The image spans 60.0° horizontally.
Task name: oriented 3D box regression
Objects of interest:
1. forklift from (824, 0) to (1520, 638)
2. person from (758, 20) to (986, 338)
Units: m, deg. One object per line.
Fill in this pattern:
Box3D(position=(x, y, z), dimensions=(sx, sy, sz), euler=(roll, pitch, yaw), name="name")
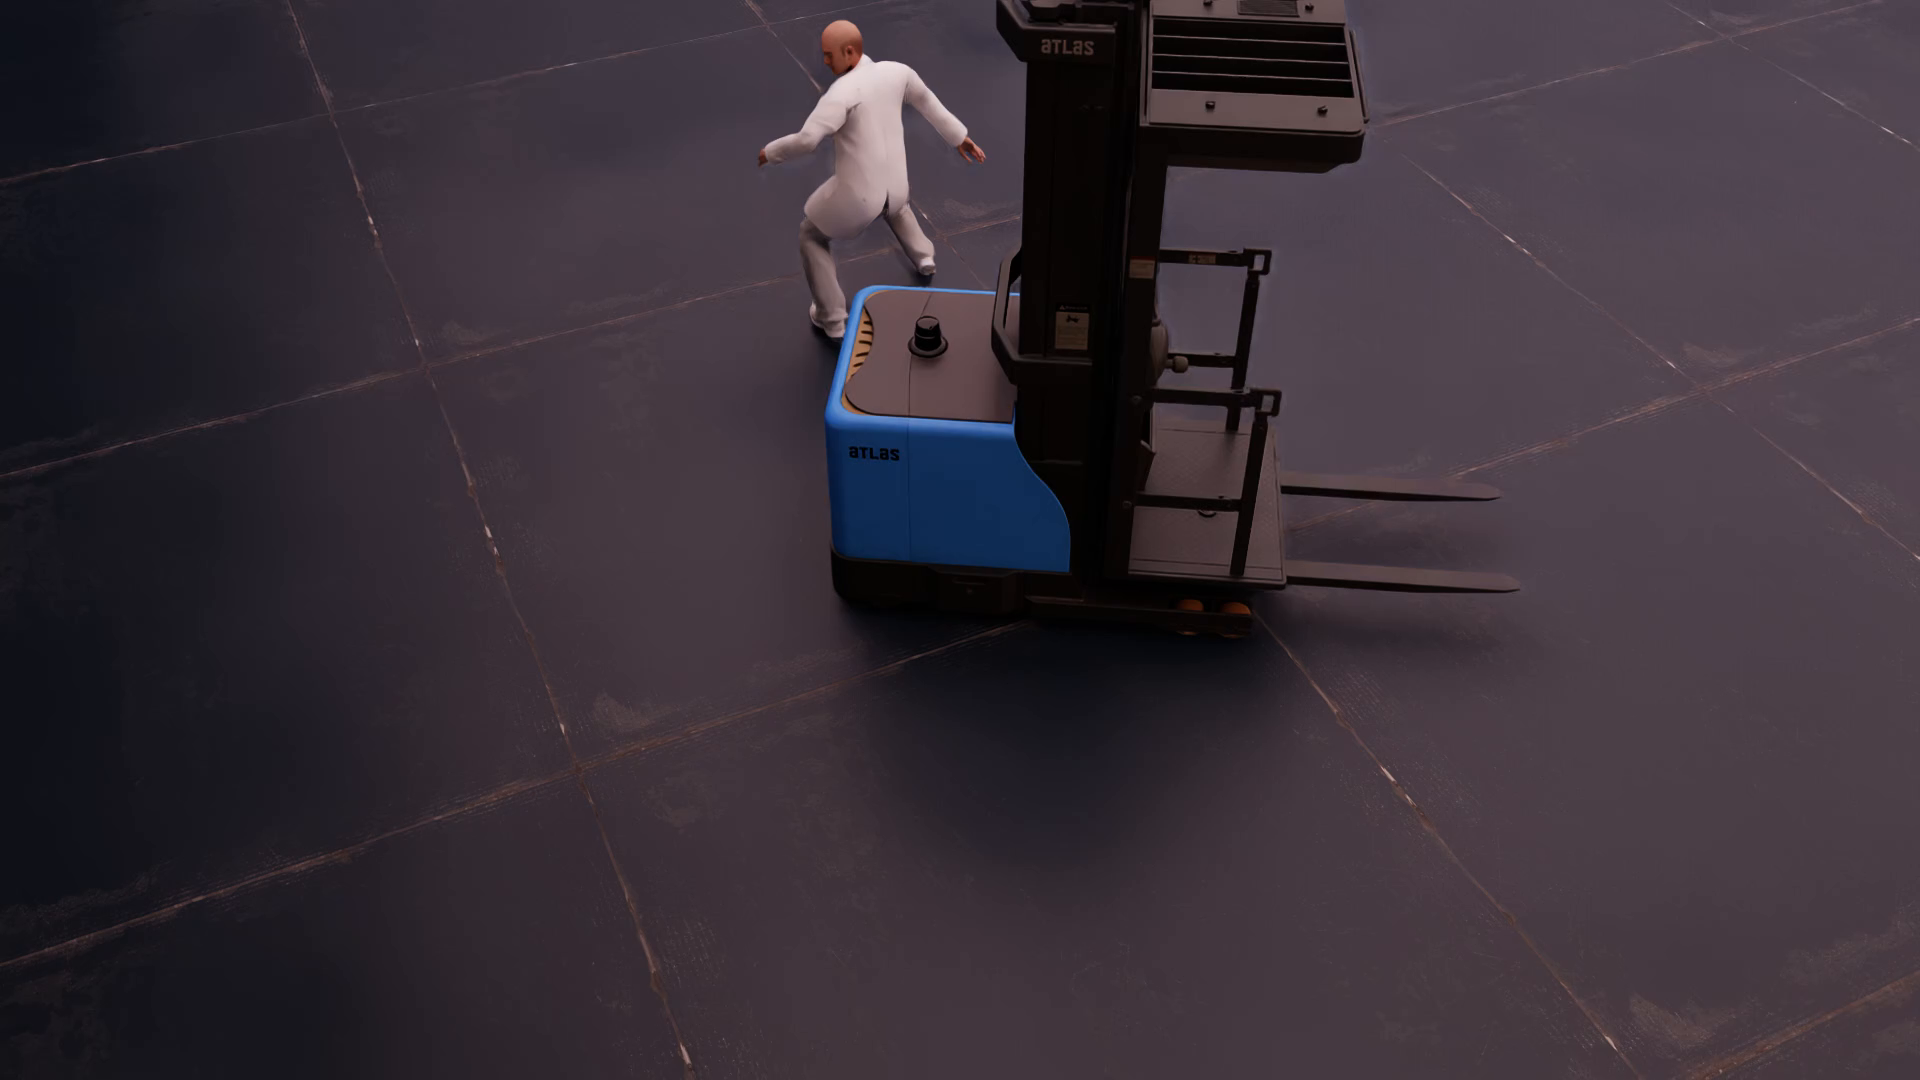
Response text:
Box3D(position=(0.974, -1.019, 6.772), dimensions=(3.031, 2.935, 1.130), euler=(4, 43, 4), name="forklift")
Box3D(position=(-0.466, -1.892, 8.765), dimensions=(1.106, 1.730, 0.610), euler=(-30, 51, -28), name="person")
